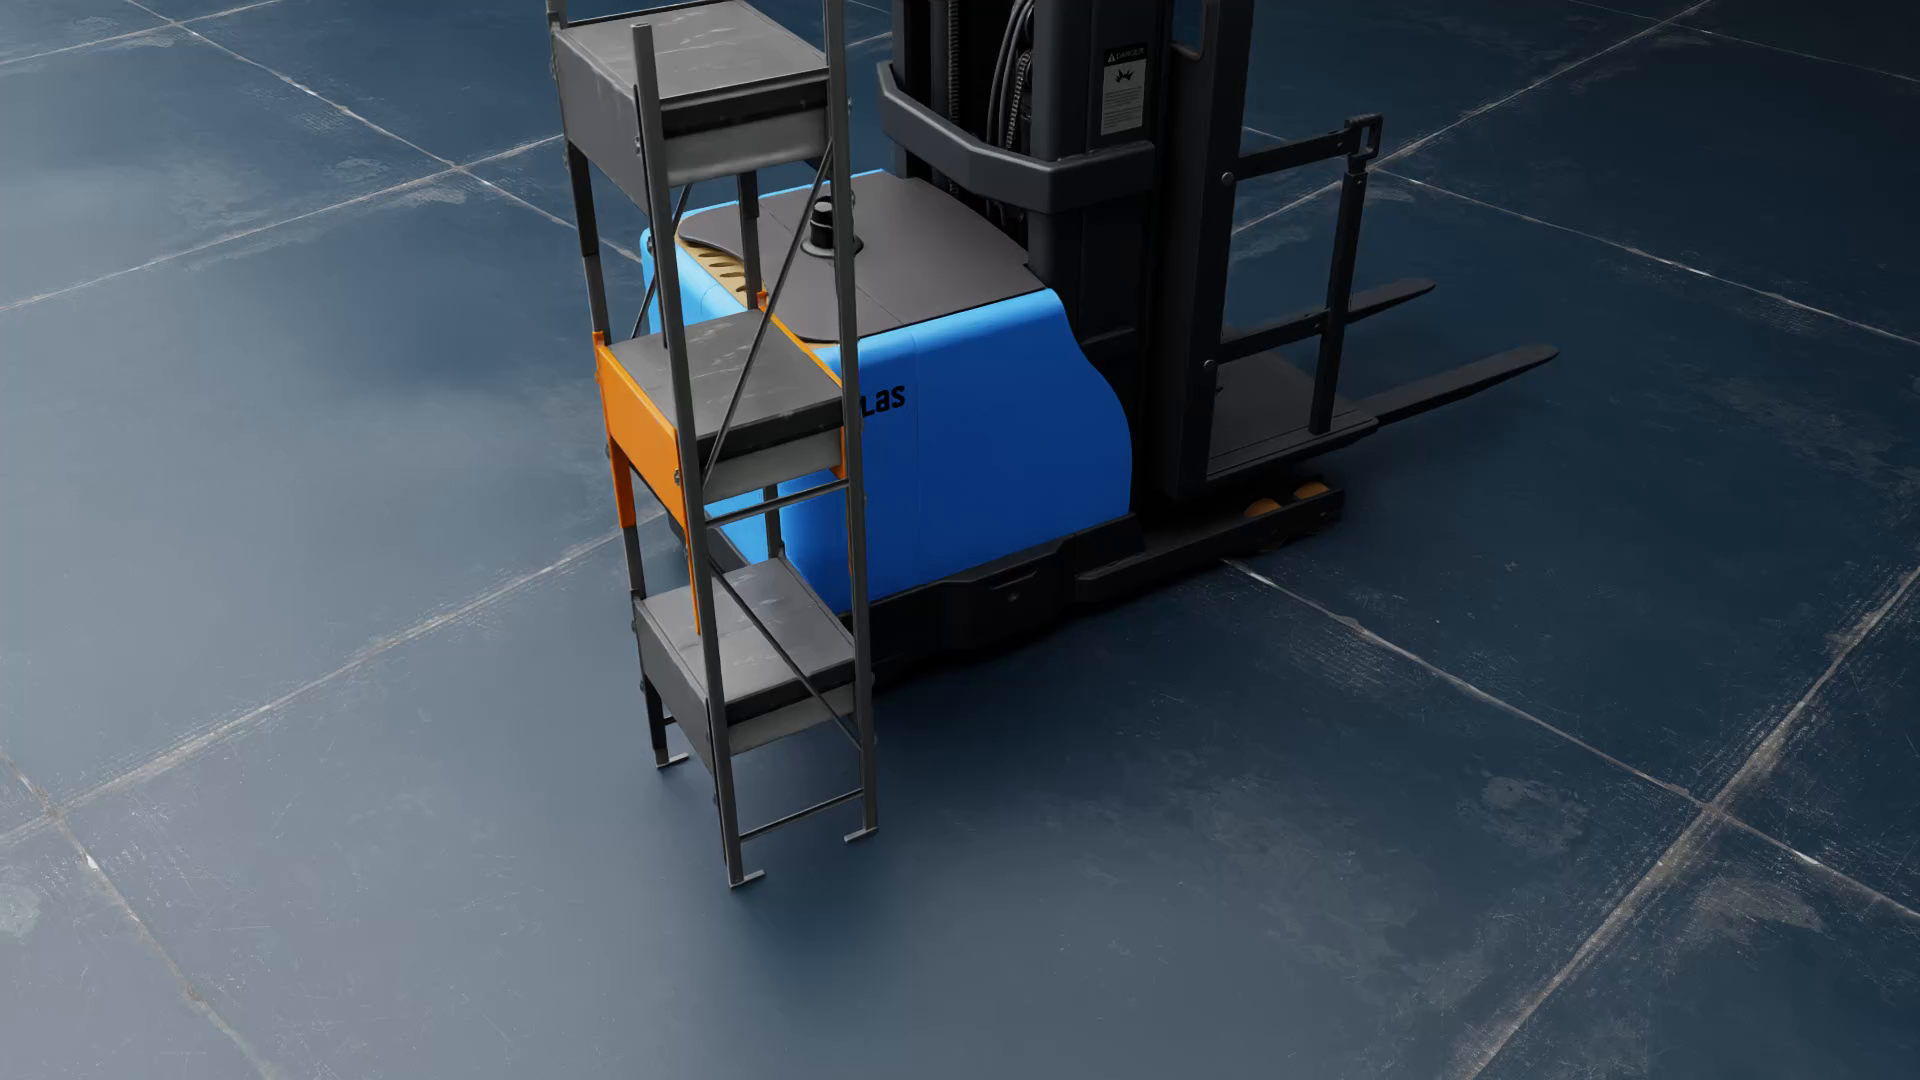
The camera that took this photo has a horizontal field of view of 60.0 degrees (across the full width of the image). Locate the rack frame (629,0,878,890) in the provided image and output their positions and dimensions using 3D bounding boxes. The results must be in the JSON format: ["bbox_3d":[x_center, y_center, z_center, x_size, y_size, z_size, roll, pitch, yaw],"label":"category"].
[{"bbox_3d":[-0.386,-0.073,3.518,0.400,2.100,0.015,-18,39,-24],"label":"rack frame"}]

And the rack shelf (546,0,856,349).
[{"bbox_3d":[-0.509,-0.757,3.299,0.431,0.518,0.480,-18,39,-24],"label":"rack shelf"}]

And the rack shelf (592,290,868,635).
[{"bbox_3d":[-0.507,-0.183,3.700,0.431,0.518,0.480,-18,39,-24],"label":"rack shelf"}]

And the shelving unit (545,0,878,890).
[{"bbox_3d":[-0.507,-0.194,3.692,0.431,2.100,0.503,-18,39,-24],"label":"shelving unit"}]

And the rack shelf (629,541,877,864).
[{"bbox_3d":[-0.506,0.391,4.101,0.431,0.518,0.480,-18,39,-24],"label":"rack shelf"}]

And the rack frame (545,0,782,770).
[{"bbox_3d":[-0.629,-0.315,3.866,0.400,2.100,0.015,-18,39,-24],"label":"rack frame"}]

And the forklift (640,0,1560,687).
[{"bbox_3d":[0.622,-1.406,4.703,3.031,2.935,1.130,-19,39,-24],"label":"forklift"}]
